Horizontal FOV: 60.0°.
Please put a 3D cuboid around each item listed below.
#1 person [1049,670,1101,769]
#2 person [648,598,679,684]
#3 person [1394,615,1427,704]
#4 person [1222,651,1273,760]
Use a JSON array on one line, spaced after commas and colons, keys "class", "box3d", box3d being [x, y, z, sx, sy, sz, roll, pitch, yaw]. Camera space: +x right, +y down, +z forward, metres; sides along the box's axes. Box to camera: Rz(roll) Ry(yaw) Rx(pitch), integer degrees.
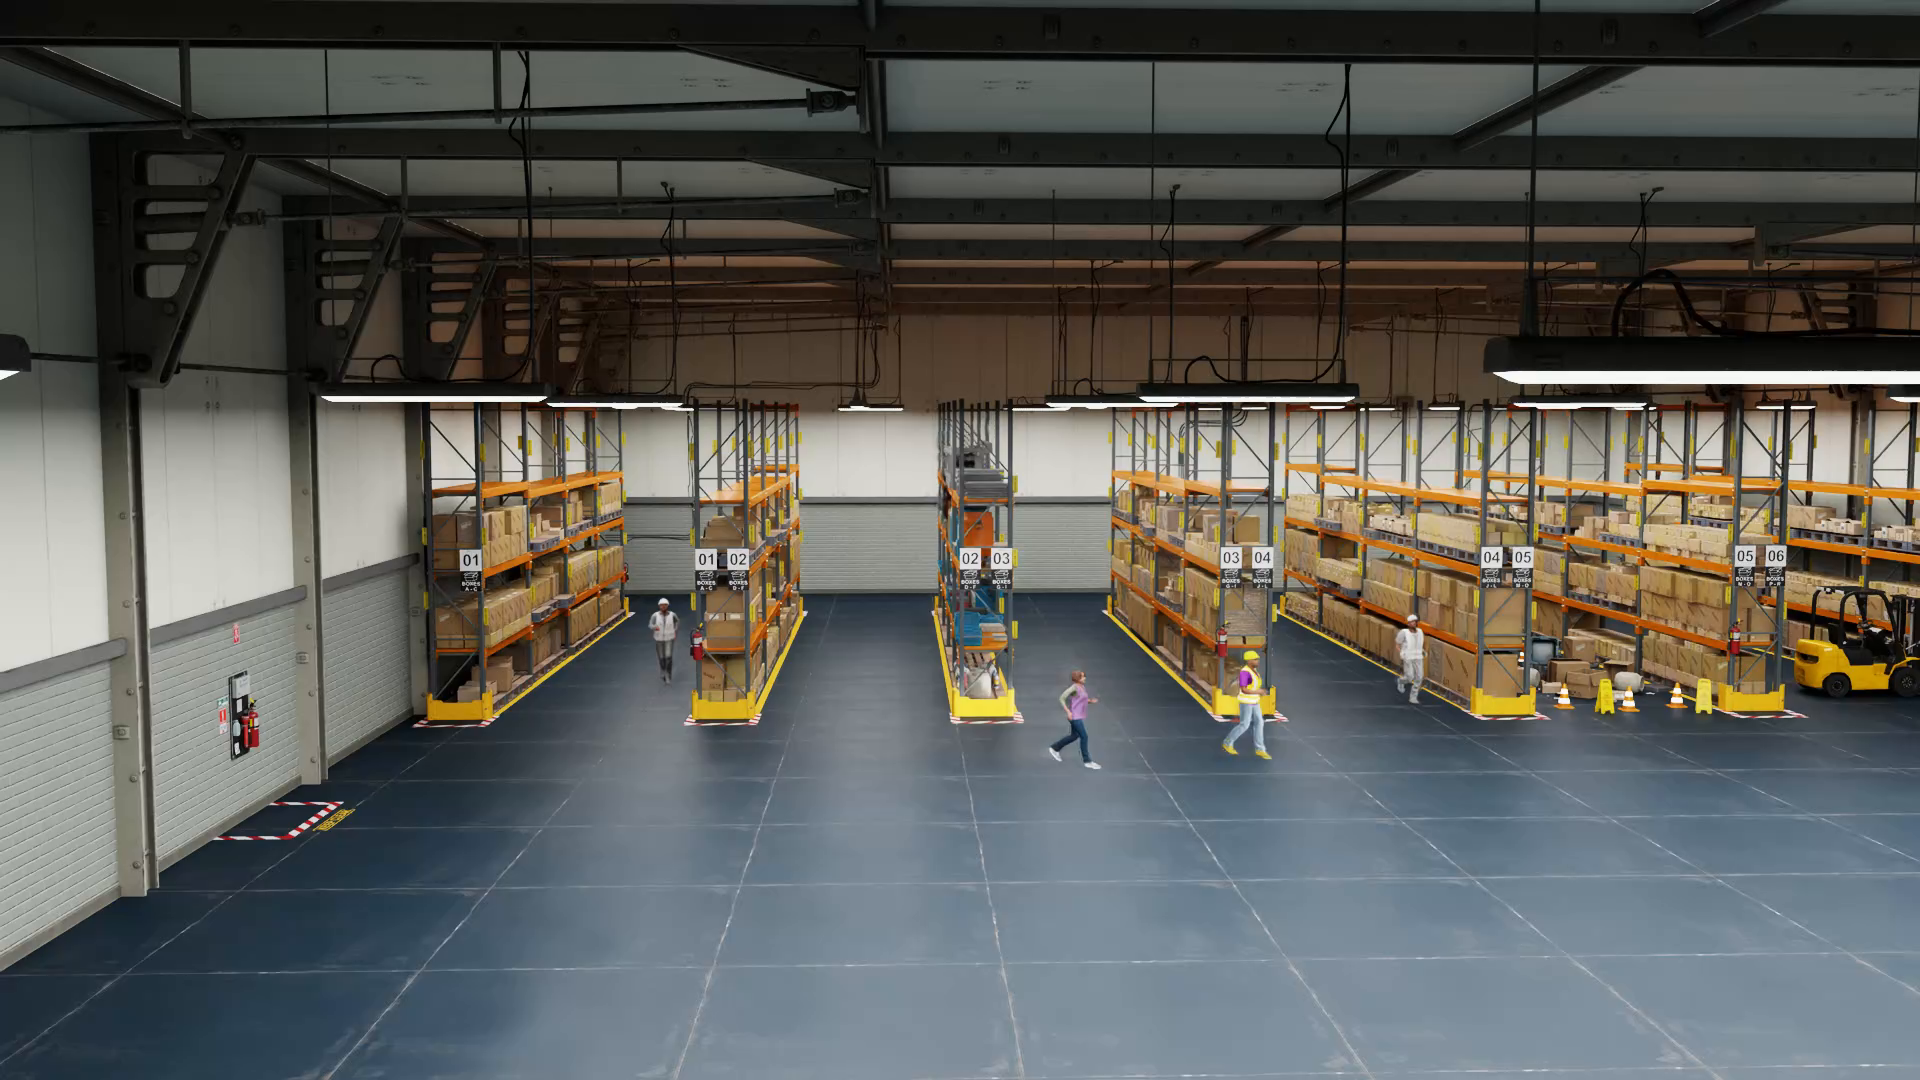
[{"class": "person", "box3d": [1.845, 2.869, 26.771, 0.885, 1.587, 0.534, 2, 5, 21]}, {"class": "person", "box3d": [-6.328, 2.153, 35.514, 0.637, 1.834, 0.779, 0, 4, -4]}, {"class": "person", "box3d": [8.962, 2.352, 33.008, 0.683, 1.743, 0.689, -1, 4, -12]}, {"class": "person", "box3d": [4.788, 2.739, 27.657, 0.835, 1.814, 0.721, 2, 5, 29]}]
